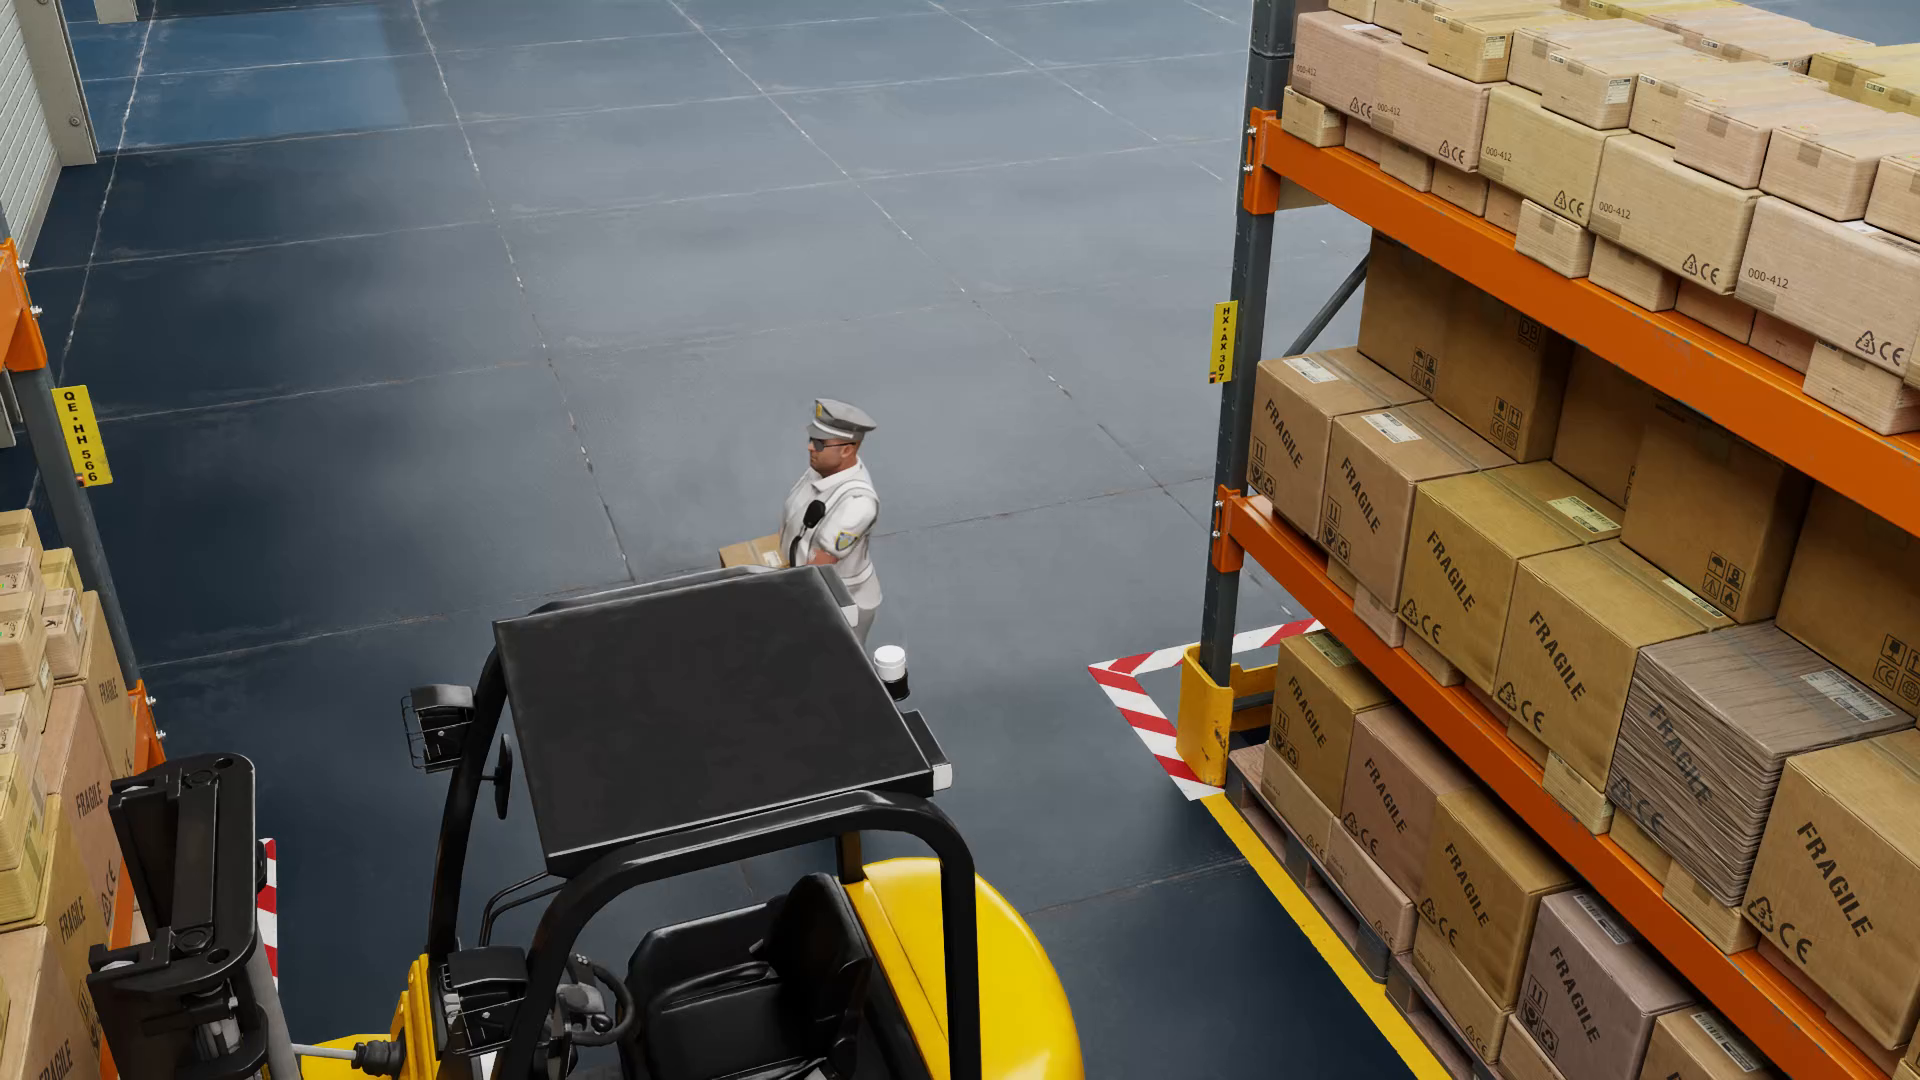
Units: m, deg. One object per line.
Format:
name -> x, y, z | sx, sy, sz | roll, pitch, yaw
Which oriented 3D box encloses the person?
person -> -0.596, 0.256, 6.656 | 0.560, 1.766, 0.491 | -10, 31, -17
